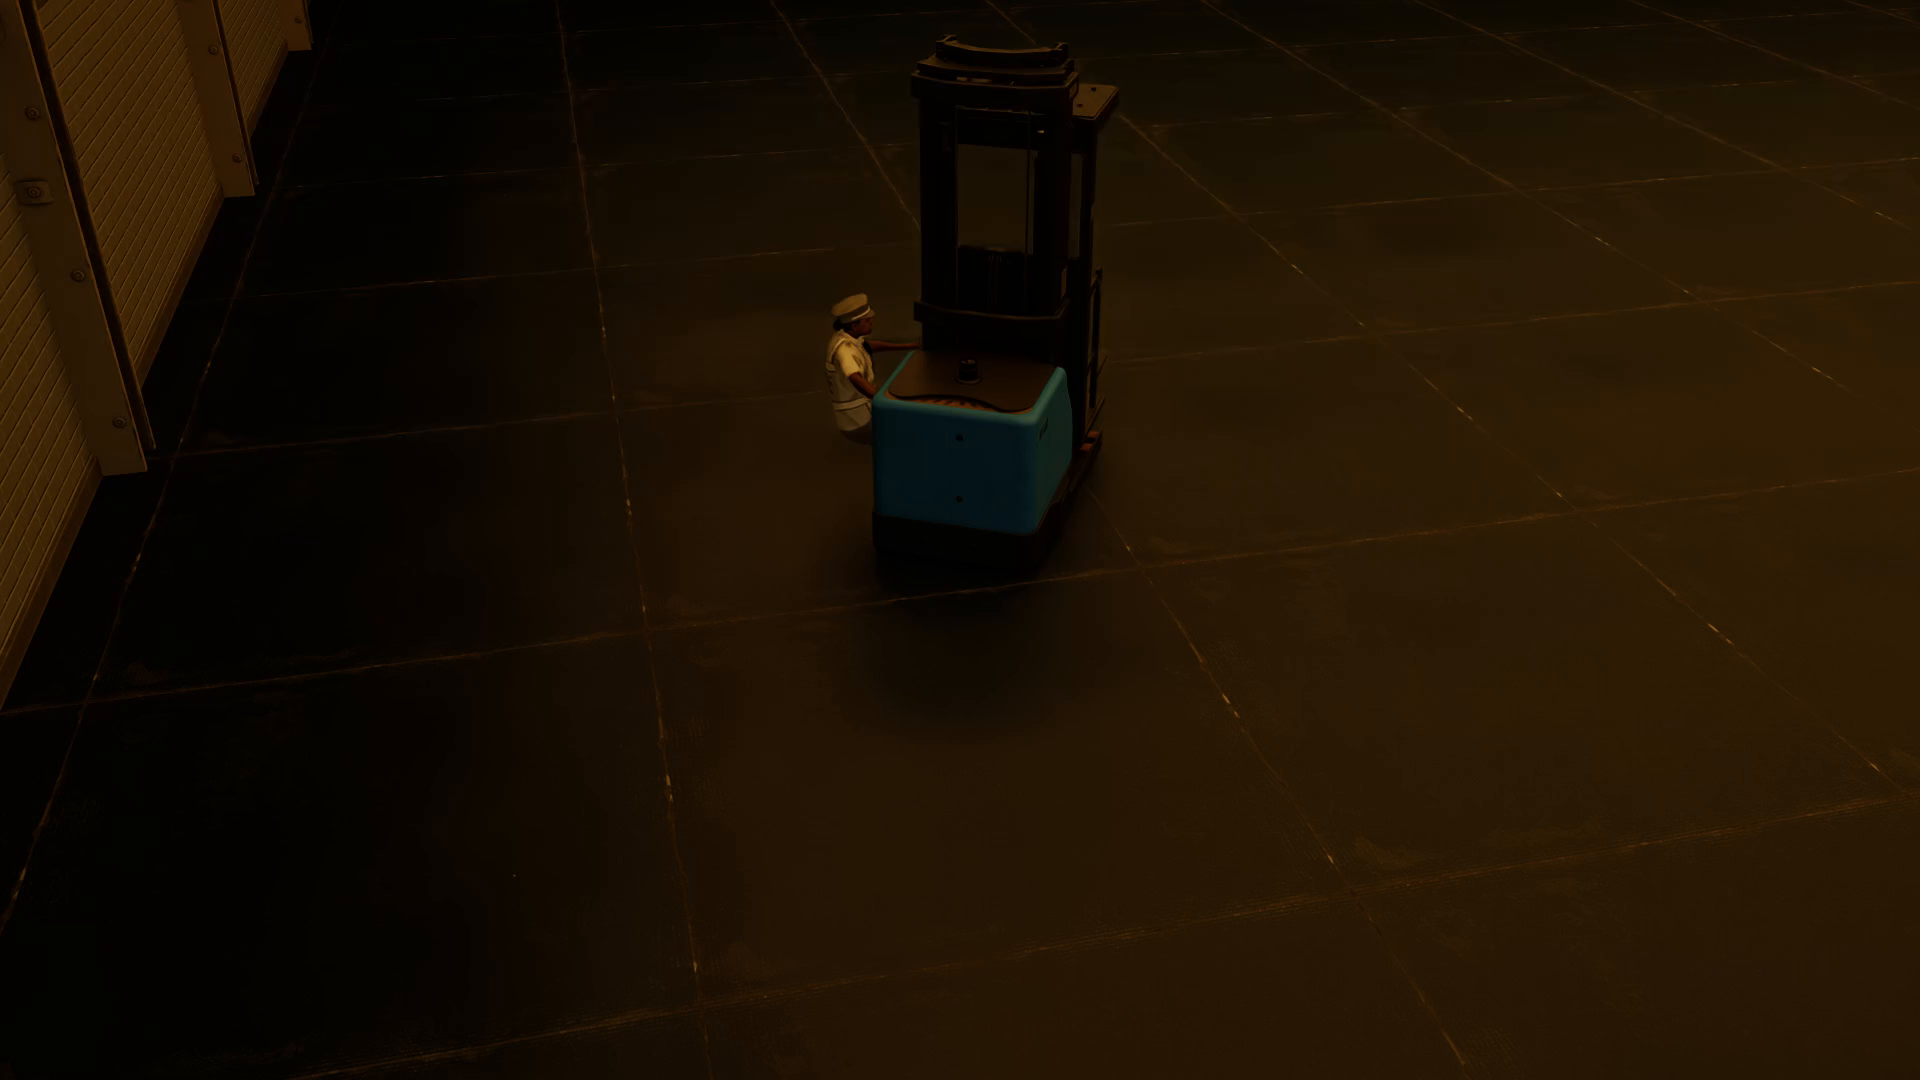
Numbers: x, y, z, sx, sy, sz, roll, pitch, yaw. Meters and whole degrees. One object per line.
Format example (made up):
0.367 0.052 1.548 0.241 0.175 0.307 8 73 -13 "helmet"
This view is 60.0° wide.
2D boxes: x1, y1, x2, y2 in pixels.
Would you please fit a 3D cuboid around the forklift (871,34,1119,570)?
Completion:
0.359 -1.813 10.707 1.130 2.935 3.031 8 31 14 "forklift"

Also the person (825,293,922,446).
-0.435 -0.860 10.532 0.817 1.441 0.887 -8 31 -13 "person"
